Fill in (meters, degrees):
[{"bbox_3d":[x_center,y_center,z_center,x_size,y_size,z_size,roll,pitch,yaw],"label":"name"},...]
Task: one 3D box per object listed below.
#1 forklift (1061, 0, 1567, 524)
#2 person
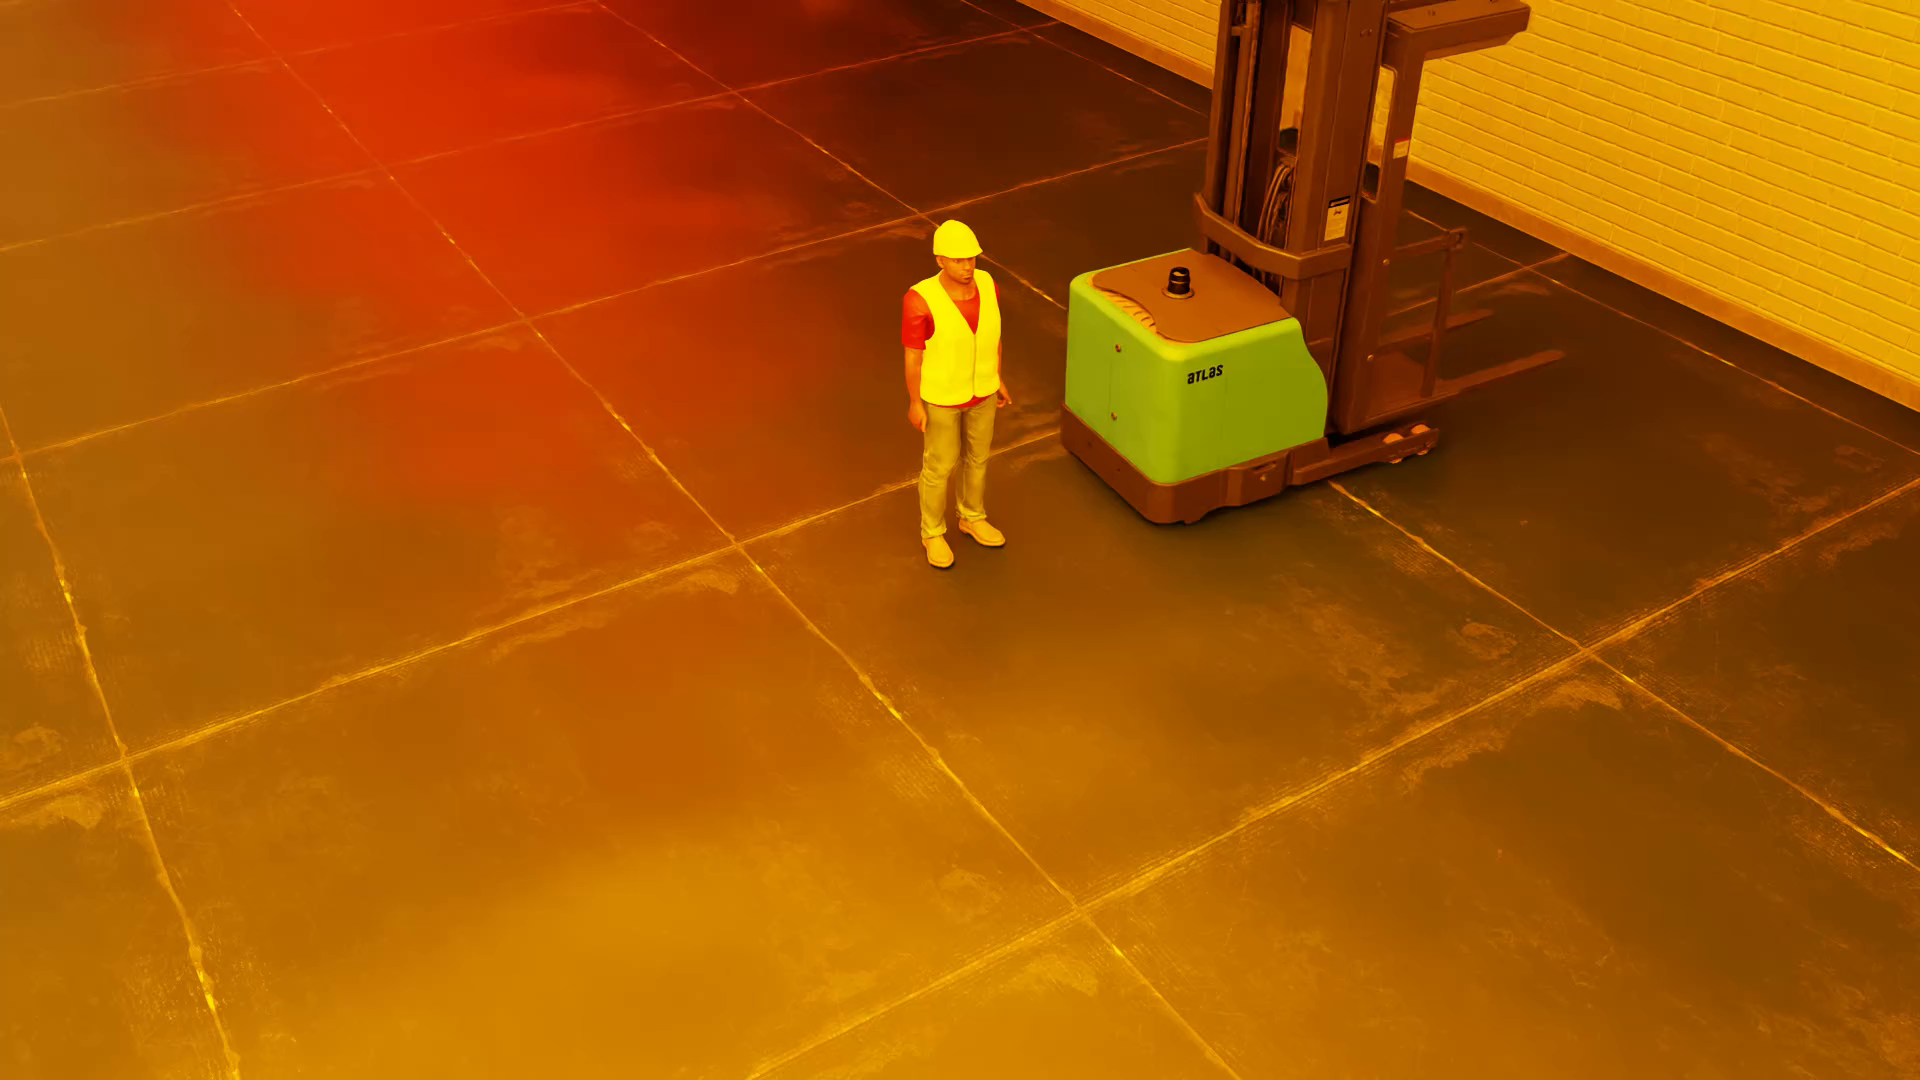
[{"bbox_3d":[2.113,-1.878,8.820,3.031,2.935,1.130,-17,39,-23],"label":"forklift"},{"bbox_3d":[0.001,-0.724,8.192,0.556,1.770,0.395,-21,40,-27],"label":"person"}]
